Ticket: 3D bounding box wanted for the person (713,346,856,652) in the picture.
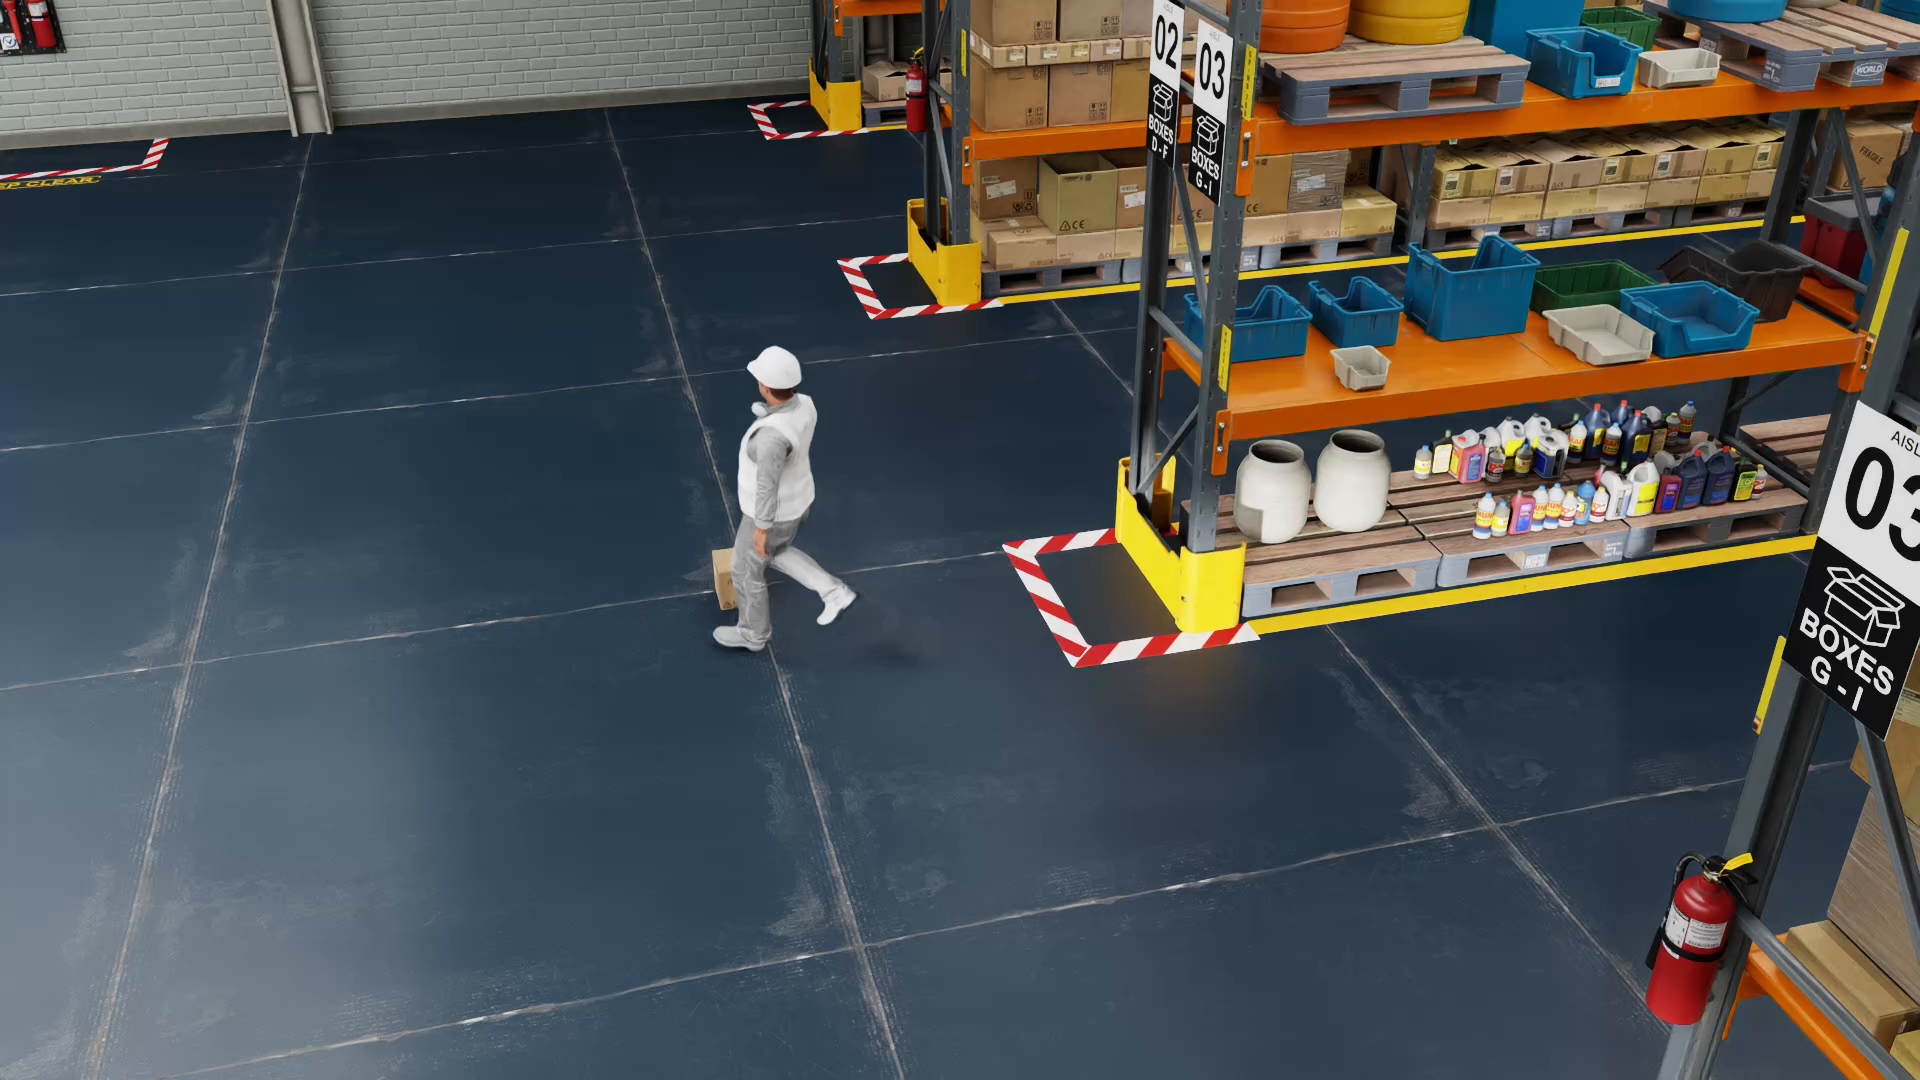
[{"bbox_3d":[-0.955,-0.195,8.565,0.753,1.750,0.549,8,31,14],"label":"person"}]
